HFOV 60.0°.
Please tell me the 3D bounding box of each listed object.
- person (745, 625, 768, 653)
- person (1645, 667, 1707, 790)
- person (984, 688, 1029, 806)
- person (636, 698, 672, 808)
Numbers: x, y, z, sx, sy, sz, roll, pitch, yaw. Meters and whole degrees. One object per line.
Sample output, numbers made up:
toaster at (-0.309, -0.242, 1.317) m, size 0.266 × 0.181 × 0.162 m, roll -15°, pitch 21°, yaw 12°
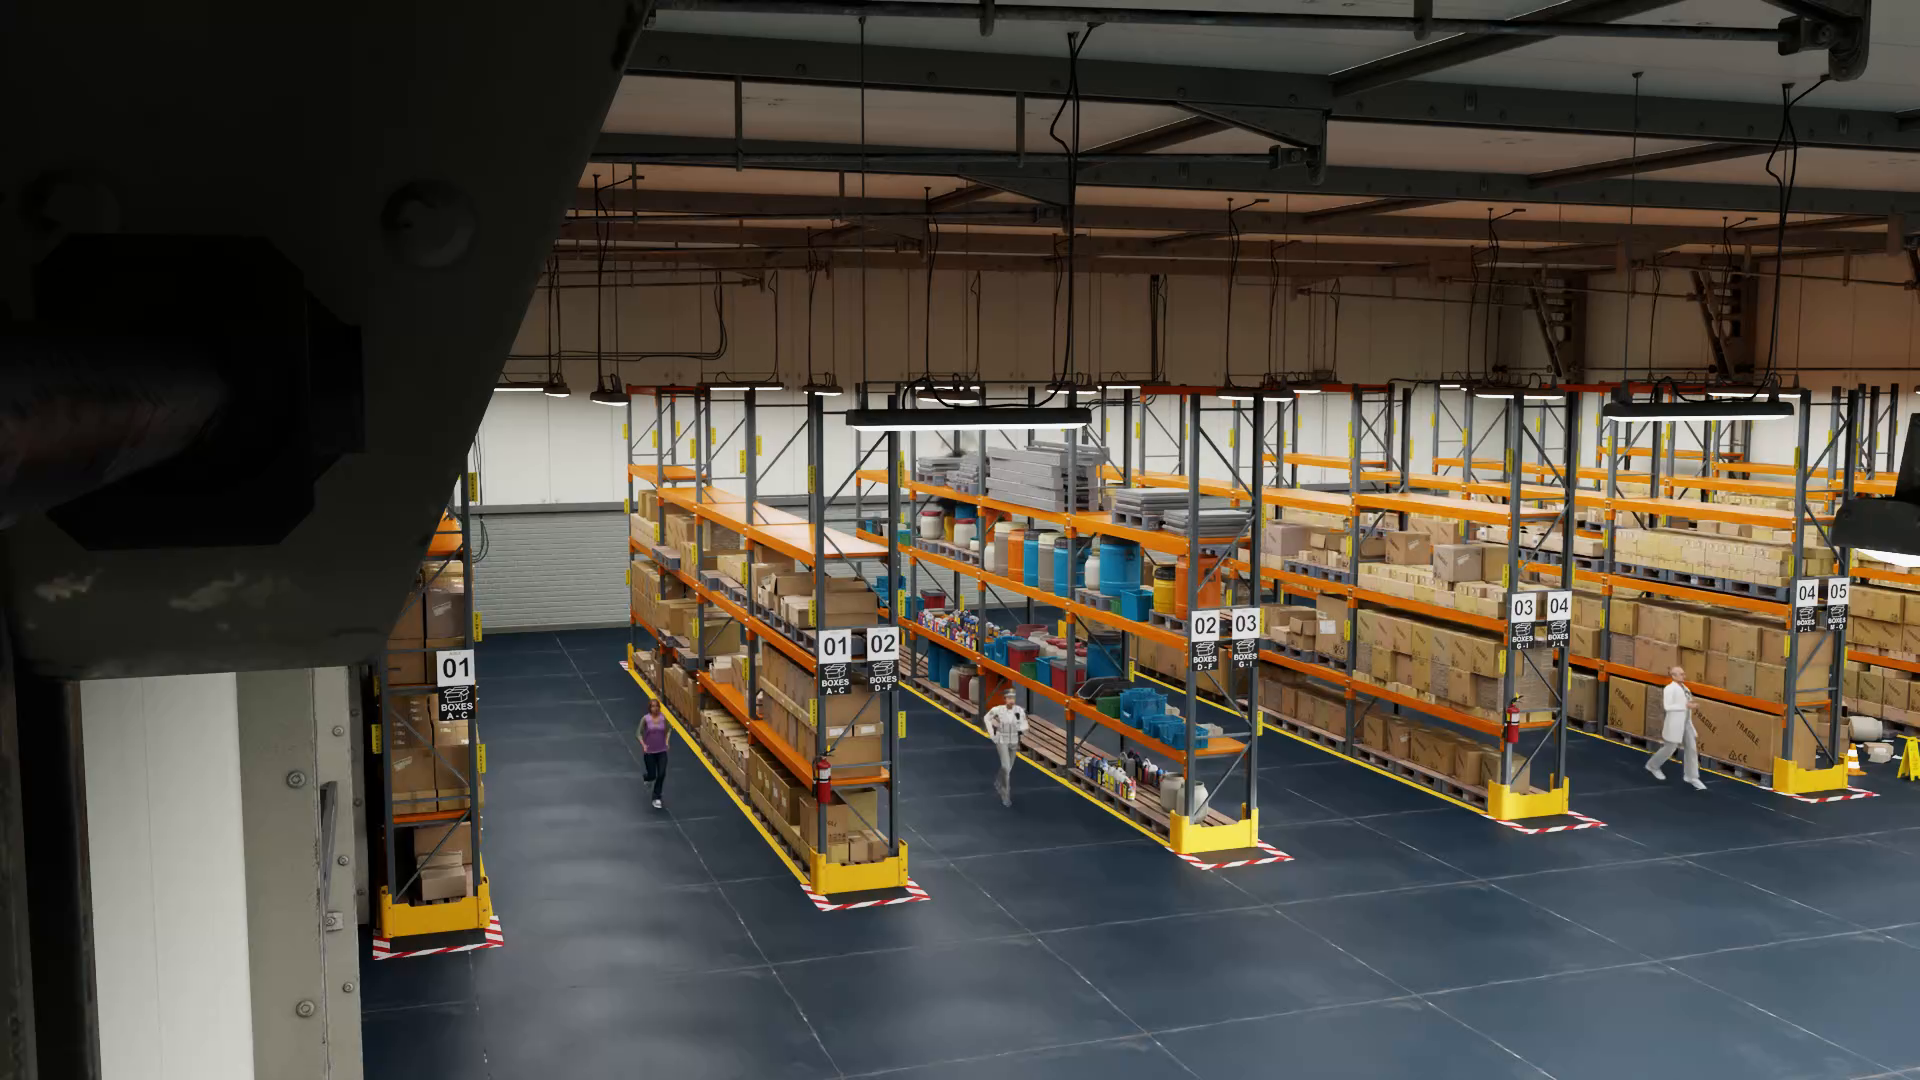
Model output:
person at (-4.219, 1.897, 34.661) m, size 0.679 × 1.767 × 0.753 m, roll -3°, pitch 6°, yaw -24°
person at (10.877, 2.819, 25.213) m, size 0.702 × 1.804 × 0.955 m, roll -4°, pitch 7°, yaw -32°
person at (0.682, 3.003, 24.338) m, size 0.590 × 1.748 × 0.792 m, roll -2°, pitch 6°, yaw -20°
person at (-4.430, 3.070, 24.150) m, size 0.536 × 1.565 × 0.617 m, roll -3°, pitch 6°, yaw -24°
